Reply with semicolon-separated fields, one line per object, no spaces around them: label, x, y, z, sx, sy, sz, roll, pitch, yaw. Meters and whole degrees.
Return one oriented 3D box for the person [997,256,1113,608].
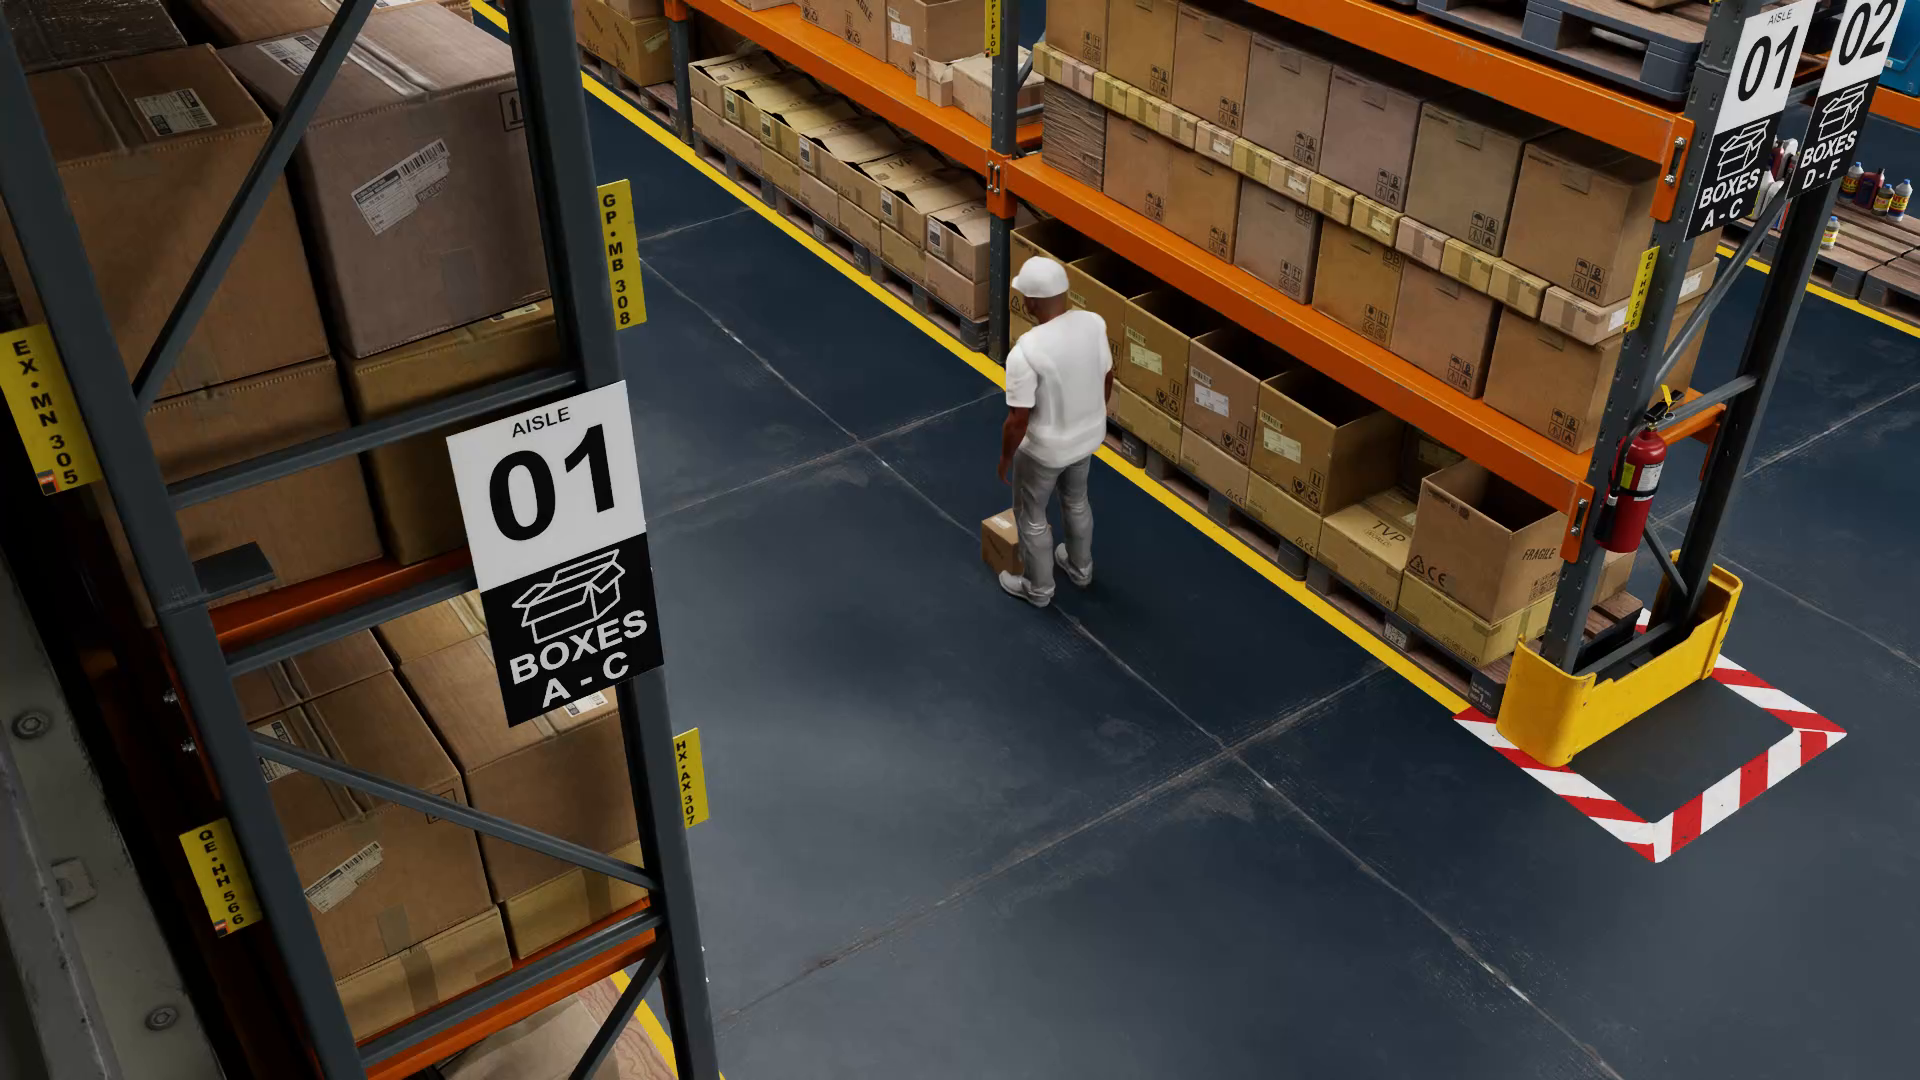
person;0.419;-0.481;7.647;0.624;1.759;0.463;-24;43;-29
